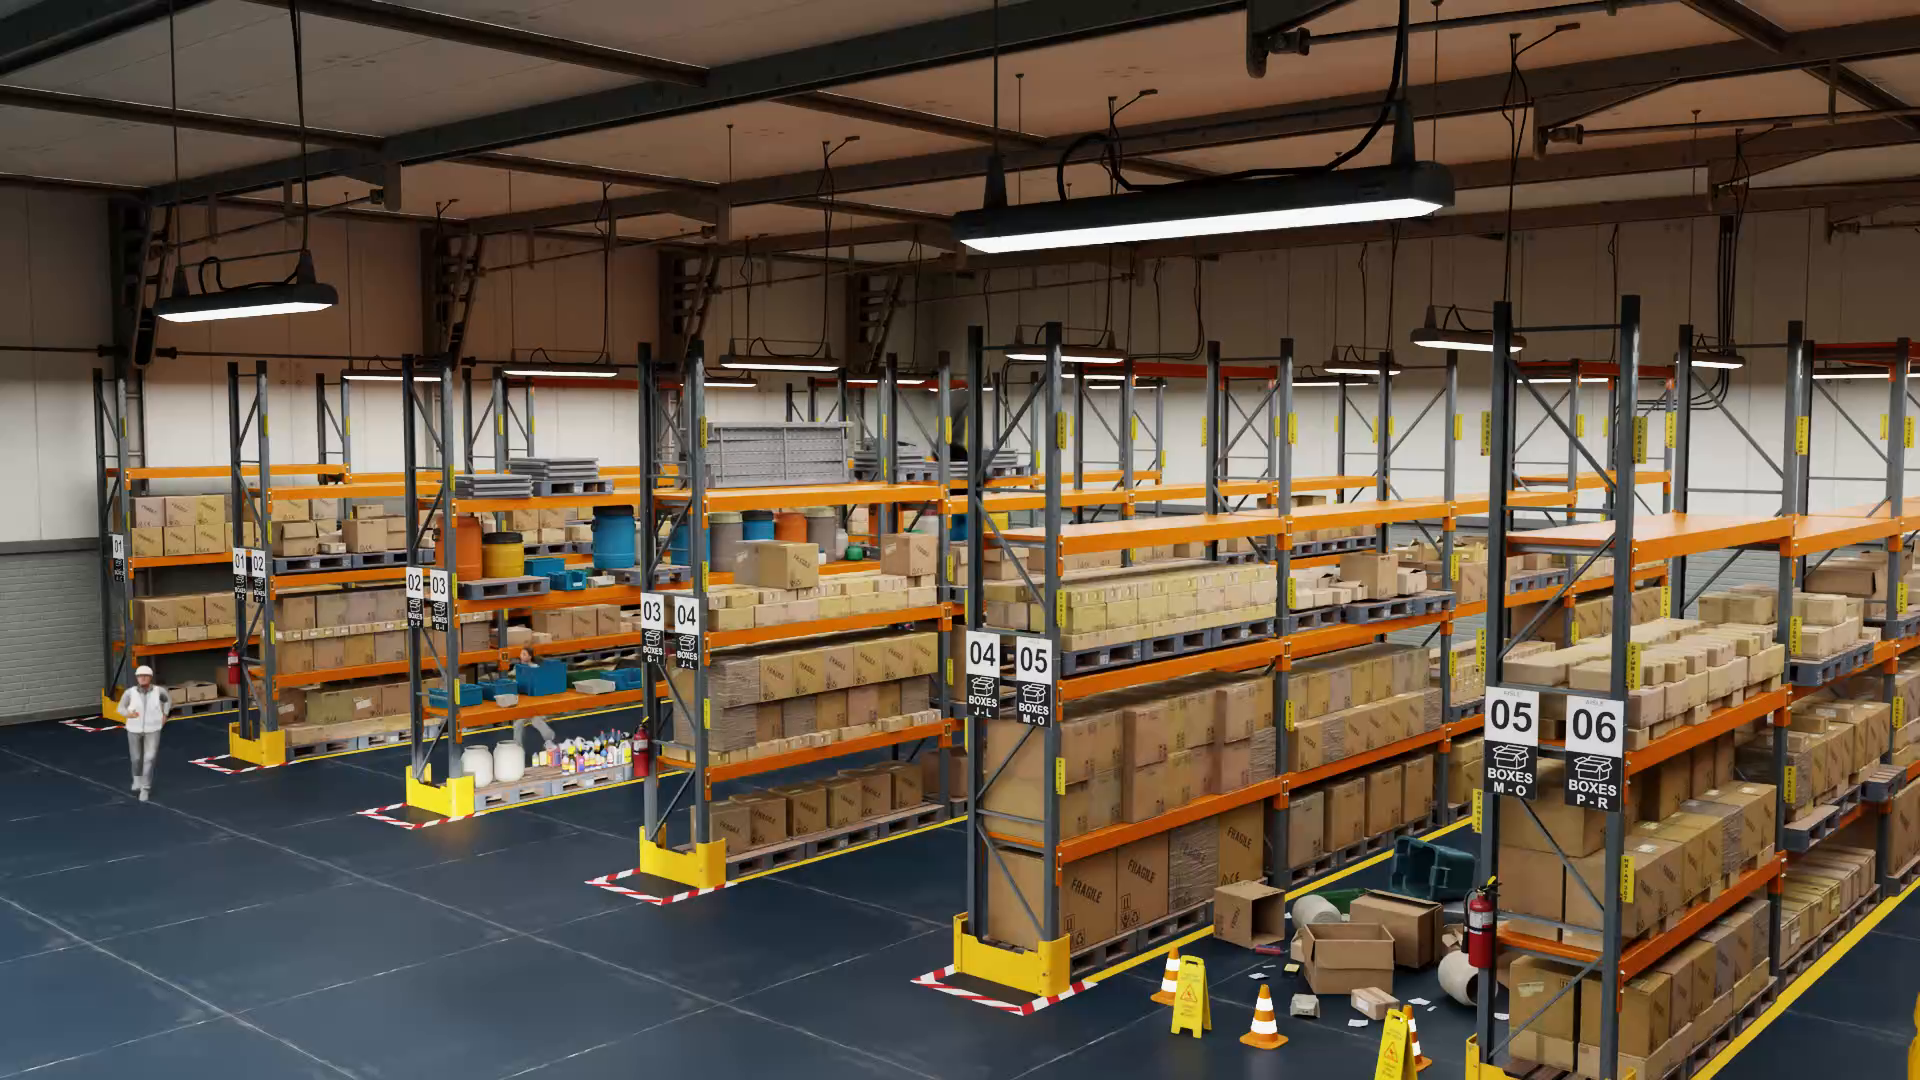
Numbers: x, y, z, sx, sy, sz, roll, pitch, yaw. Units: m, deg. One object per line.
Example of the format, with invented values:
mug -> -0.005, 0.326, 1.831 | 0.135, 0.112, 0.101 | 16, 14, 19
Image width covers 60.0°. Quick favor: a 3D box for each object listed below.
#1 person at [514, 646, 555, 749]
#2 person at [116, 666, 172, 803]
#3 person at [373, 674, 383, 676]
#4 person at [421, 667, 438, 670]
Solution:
person -> -6.545, 2.448, 25.307 | 0.561, 1.640, 0.969 | 2, 5, 26
person -> -11.114, 2.546, 22.672 | 0.673, 1.689, 0.849 | -2, 5, -22
person -> -10.033, 2.230, 28.678 | 0.651, 1.654, 0.627 | 4, 6, 43
person -> -9.193, 2.217, 29.008 | 0.700, 1.690, 0.712 | 4, 6, 41
